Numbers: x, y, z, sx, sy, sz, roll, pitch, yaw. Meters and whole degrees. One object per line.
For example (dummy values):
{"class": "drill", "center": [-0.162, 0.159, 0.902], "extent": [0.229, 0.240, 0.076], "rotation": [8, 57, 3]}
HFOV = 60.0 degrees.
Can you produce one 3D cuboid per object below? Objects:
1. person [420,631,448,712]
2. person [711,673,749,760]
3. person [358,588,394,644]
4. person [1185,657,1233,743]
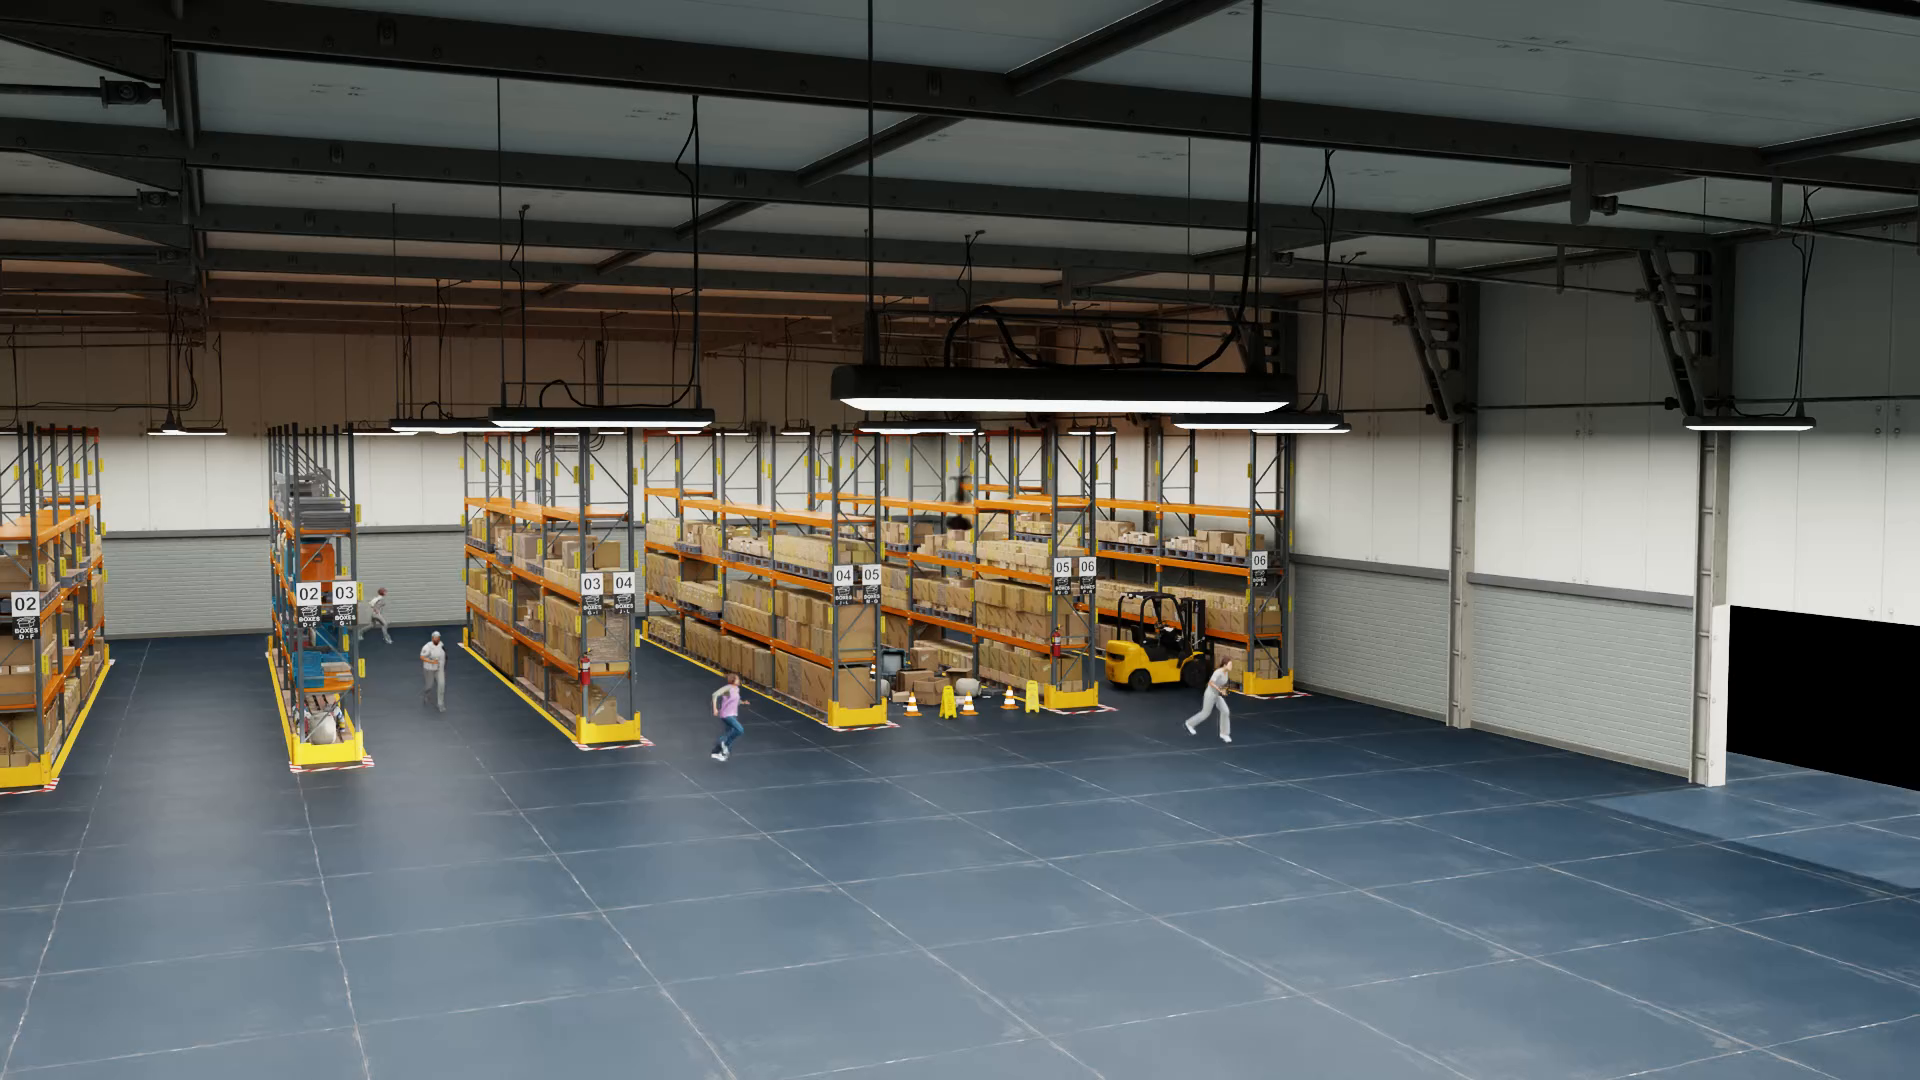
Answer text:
{"class": "person", "center": [-11.116, 2.756, 35.105], "extent": [0.982, 1.675, 0.628], "rotation": [3, 5, 44]}
{"class": "person", "center": [-4.072, 3.131, 29.471], "extent": [0.702, 1.549, 0.568], "rotation": [1, 4, 17]}
{"class": "person", "center": [-16.280, 2.117, 46.241], "extent": [1.000, 1.587, 0.541], "rotation": [-1, 4, -20]}
{"class": "person", "center": [4.752, 3.012, 31.621], "extent": [1.004, 1.625, 0.601], "rotation": [2, 4, 30]}
